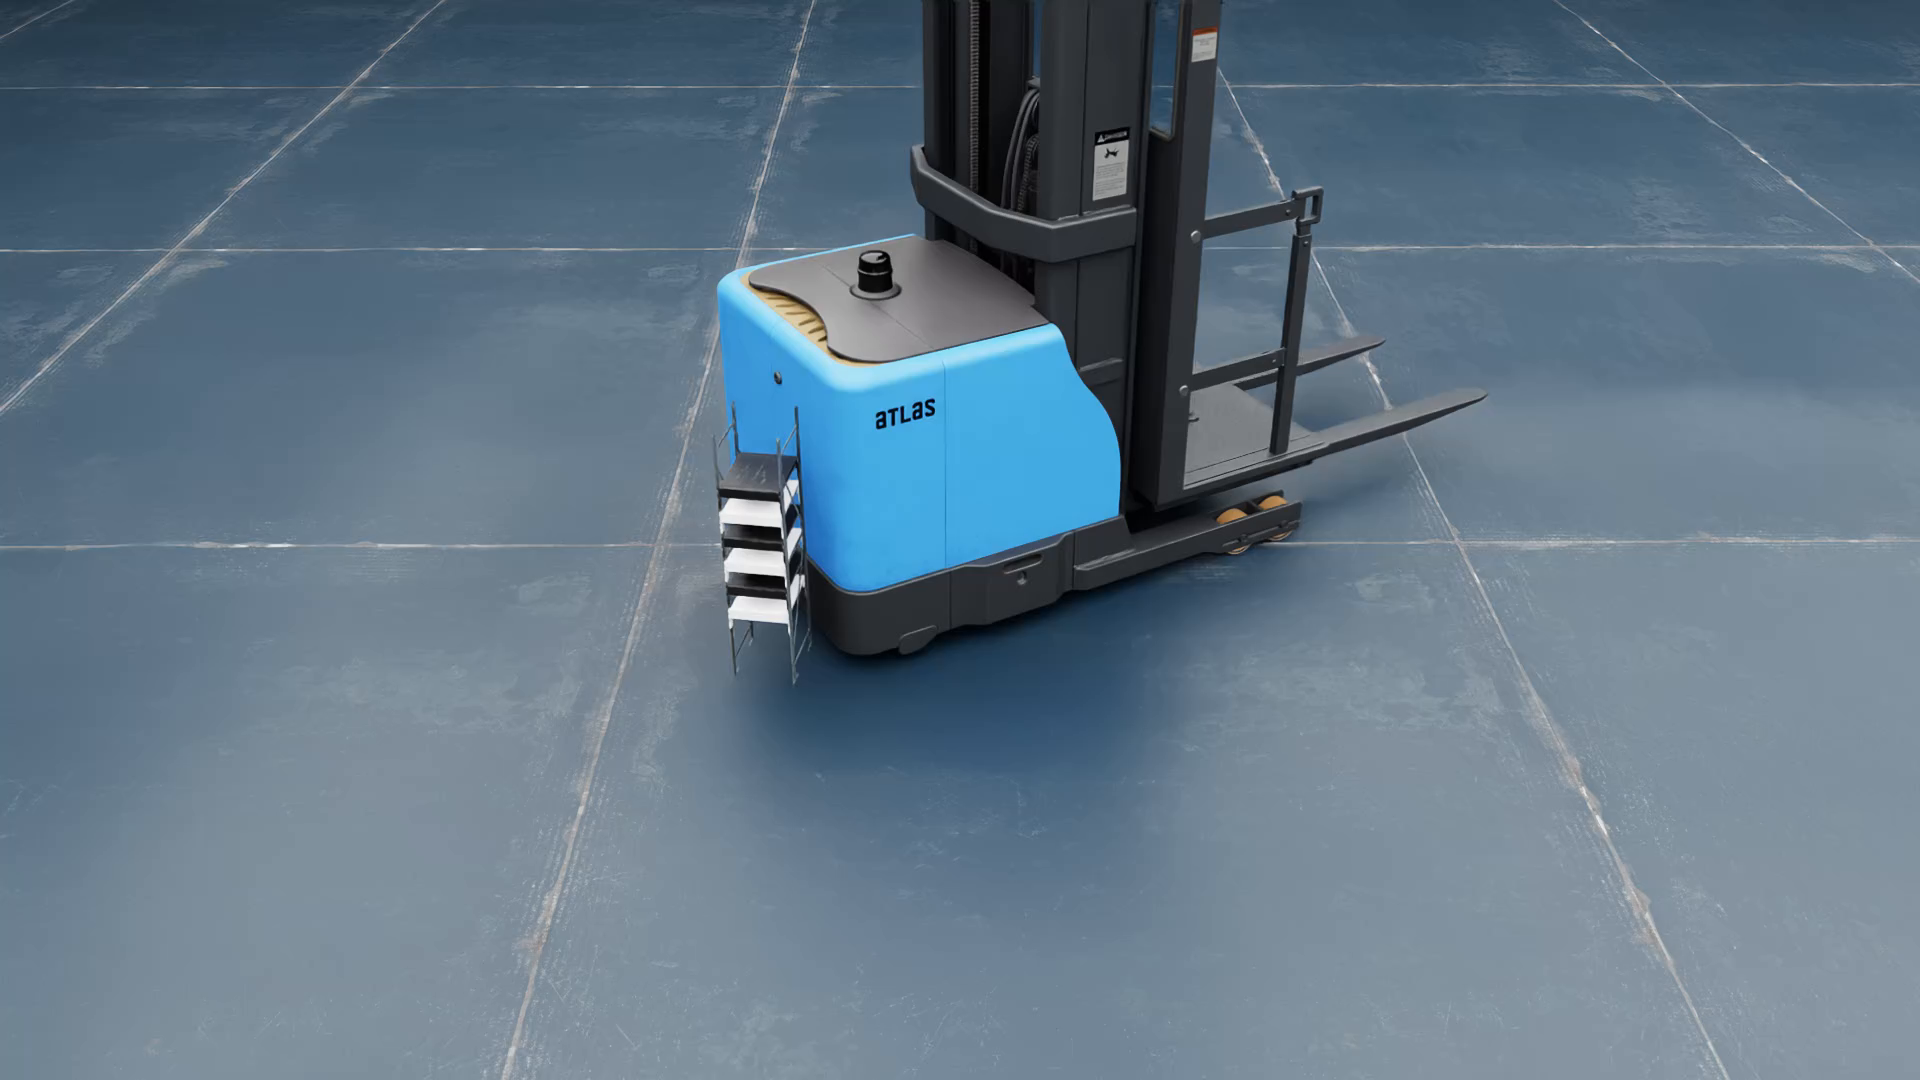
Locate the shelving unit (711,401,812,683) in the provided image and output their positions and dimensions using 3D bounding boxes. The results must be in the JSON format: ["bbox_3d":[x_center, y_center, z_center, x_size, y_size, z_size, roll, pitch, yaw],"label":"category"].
[{"bbox_3d":[-0.629,0.017,5.353,0.210,0.900,0.258,5,32,8],"label":"shelving unit"}]

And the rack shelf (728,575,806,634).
[{"bbox_3d":[-0.628,0.200,5.463,0.200,0.077,0.258,5,32,8],"label":"rack shelf"}]

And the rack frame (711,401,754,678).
[{"bbox_3d":[-0.729,0.009,5.367,0.006,0.900,0.240,5,32,8],"label":"rack frame"}]

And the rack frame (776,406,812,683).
[{"bbox_3d":[-0.529,0.026,5.339,0.006,0.900,0.240,5,32,8],"label":"rack frame"}]

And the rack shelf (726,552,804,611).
[{"bbox_3d":[-0.628,0.123,5.417,0.200,0.077,0.258,5,32,8],"label":"rack shelf"}]

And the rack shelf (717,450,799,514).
[{"bbox_3d":[-0.630,-0.185,5.230,0.200,0.077,0.258,5,32,8],"label":"rack shelf"}]

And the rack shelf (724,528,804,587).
[{"bbox_3d":[-0.629,0.046,5.370,0.200,0.077,0.258,5,32,8],"label":"rack shelf"}]

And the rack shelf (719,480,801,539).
[{"bbox_3d":[-0.630,-0.108,5.277,0.200,0.077,0.258,5,32,8],"label":"rack shelf"}]

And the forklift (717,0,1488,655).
[{"bbox_3d":[0.689,-1.419,5.763,3.031,2.935,1.130,-17,35,-25],"label":"forklift"}]

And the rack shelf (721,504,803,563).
[{"bbox_3d":[-0.629,-0.031,5.324,0.200,0.077,0.258,5,32,8],"label":"rack shelf"}]
